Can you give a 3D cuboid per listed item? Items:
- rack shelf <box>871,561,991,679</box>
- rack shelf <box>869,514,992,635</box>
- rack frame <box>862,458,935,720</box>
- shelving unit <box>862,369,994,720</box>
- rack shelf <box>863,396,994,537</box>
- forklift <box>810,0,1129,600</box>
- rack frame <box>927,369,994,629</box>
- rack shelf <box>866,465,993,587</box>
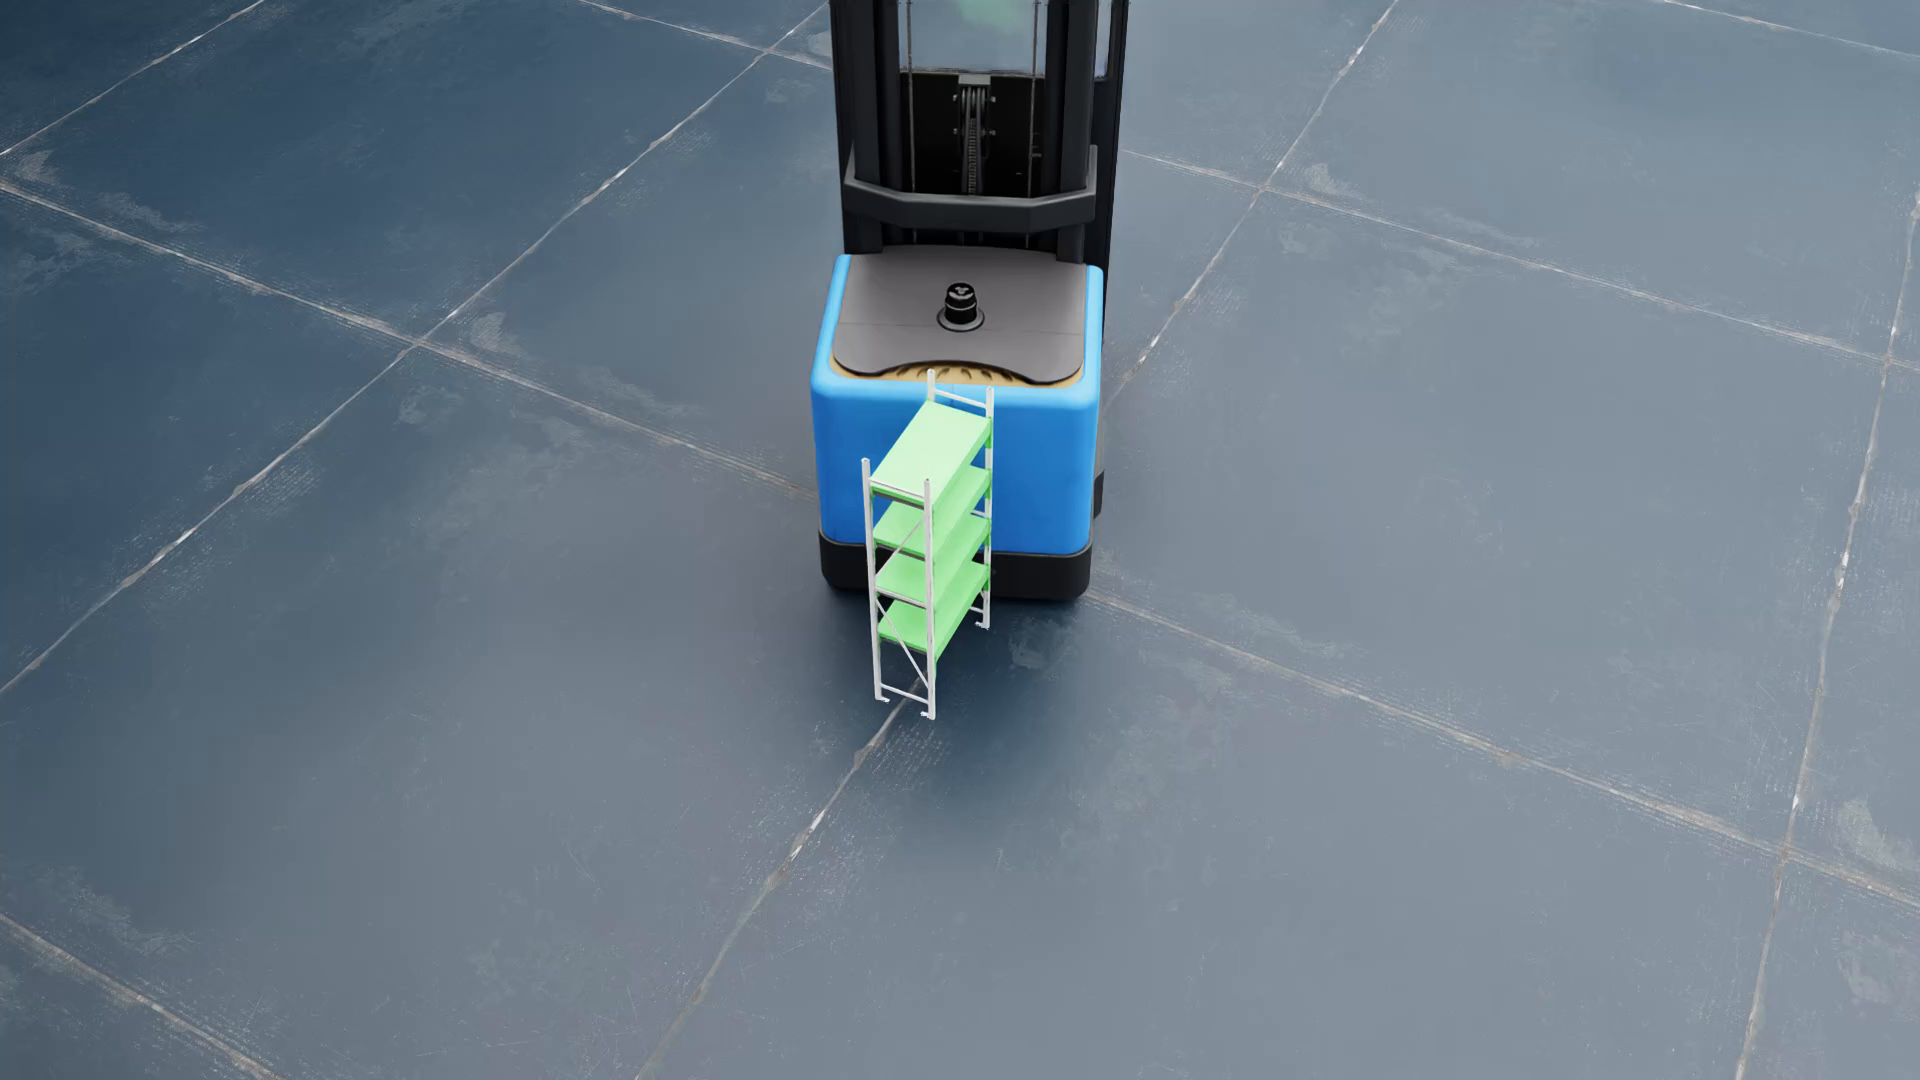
[{"bbox_3d":[-0.101,0.254,6.082,0.258,0.148,0.480,18,48,17],"label":"rack shelf"},{"bbox_3d":[-0.101,0.086,5.912,0.258,0.148,0.480,18,48,17],"label":"rack shelf"},{"bbox_3d":[-0.203,0.198,5.710,0.240,1.200,0.015,18,48,17],"label":"rack frame"},{"bbox_3d":[-0.101,0.041,5.866,0.258,1.200,0.503,18,48,17],"label":"shelving unit"},{"bbox_3d":[-0.101,-0.252,5.570,0.258,0.148,0.480,18,48,17],"label":"rack shelf"},{"bbox_3d":[0.089,-1.844,6.512,1.130,2.935,3.031,3,45,3],"label":"forklift"},{"bbox_3d":[0.001,-0.117,6.022,0.240,1.200,0.015,18,48,17],"label":"rack frame"},{"bbox_3d":[-0.101,-0.083,5.741,0.258,0.148,0.480,18,48,17],"label":"rack shelf"}]
